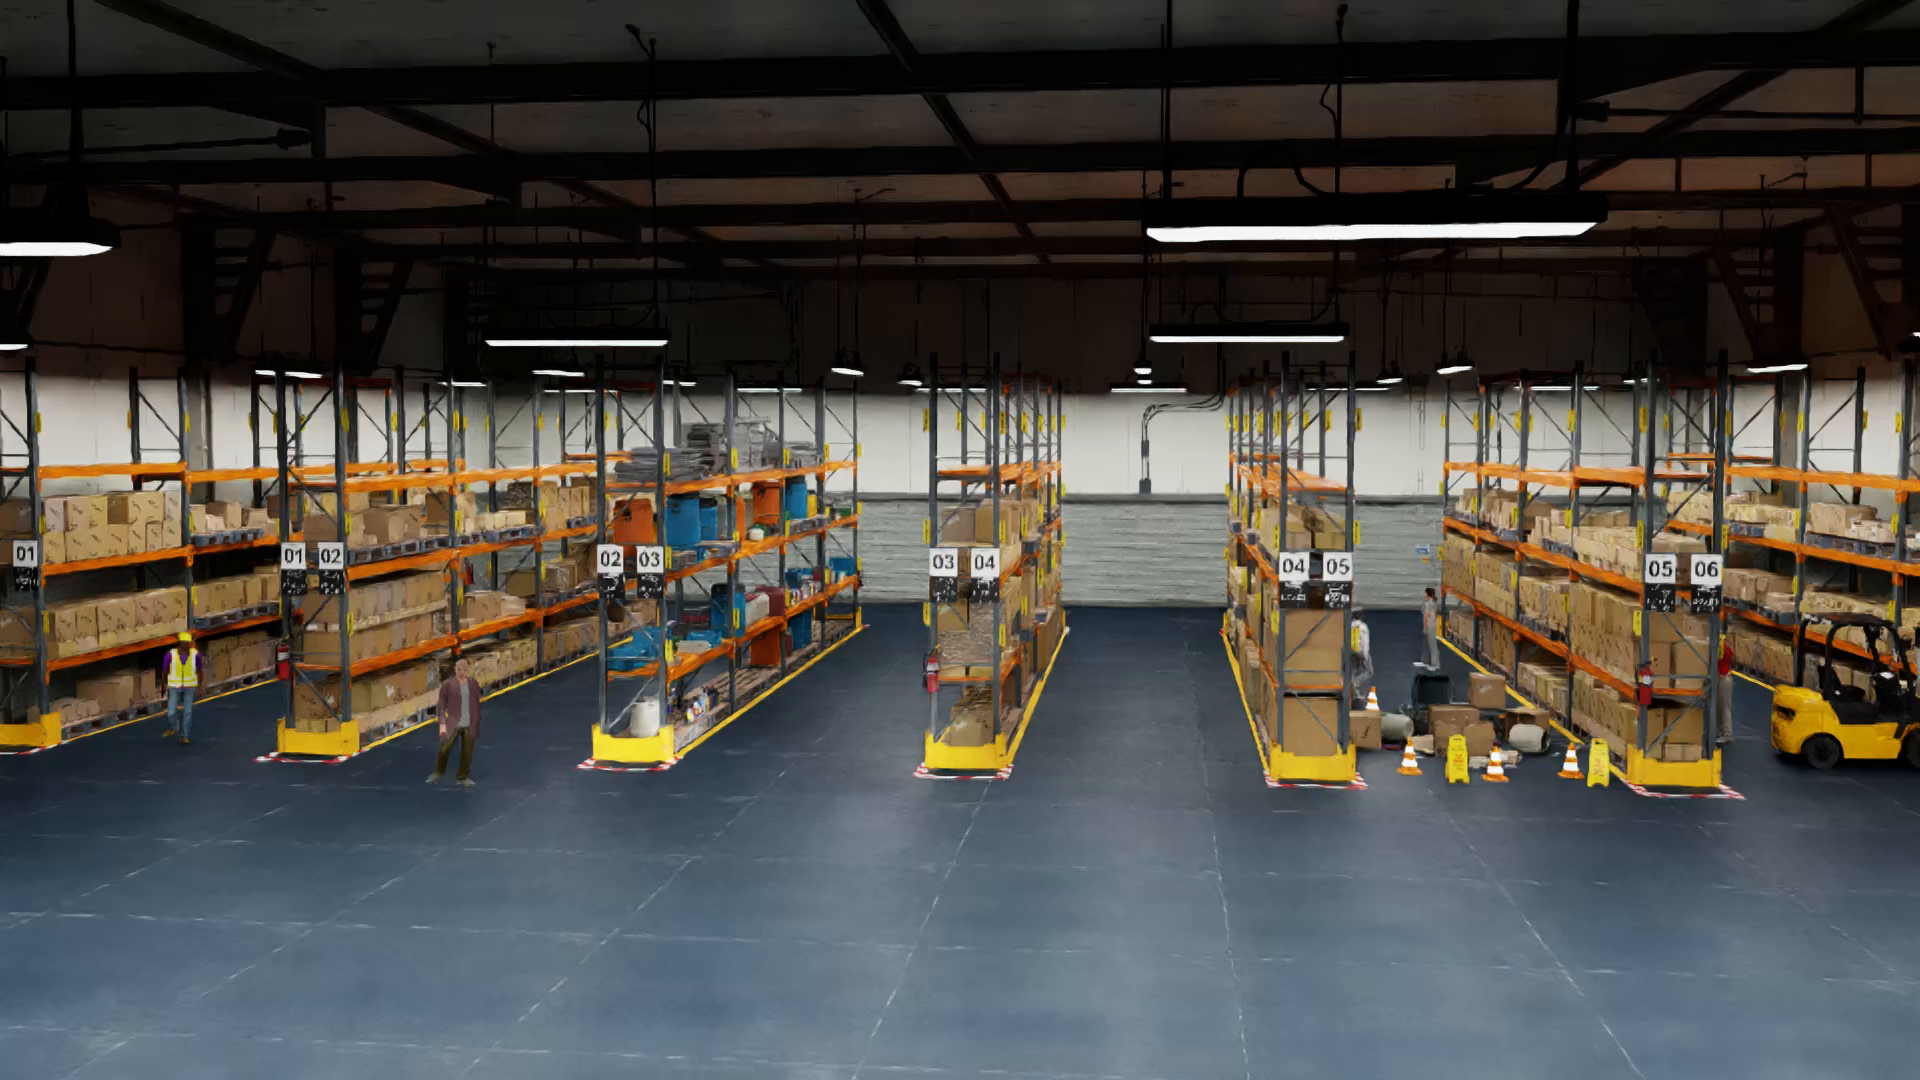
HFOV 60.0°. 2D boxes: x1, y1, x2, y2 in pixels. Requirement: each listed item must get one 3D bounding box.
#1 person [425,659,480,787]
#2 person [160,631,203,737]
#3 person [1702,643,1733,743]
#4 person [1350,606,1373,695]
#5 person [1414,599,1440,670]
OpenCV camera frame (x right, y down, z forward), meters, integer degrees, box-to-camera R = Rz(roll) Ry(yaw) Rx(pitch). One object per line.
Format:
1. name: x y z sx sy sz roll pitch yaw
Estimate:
1. person: -6.953 2.502 22.796 0.740 1.767 0.522 -3 5 -32
2. person: -12.152 2.261 25.970 0.614 1.698 0.545 -2 5 -29
3. person: 11.878 2.375 26.123 0.550 1.533 0.580 3 5 38
4. person: 7.209 2.013 30.092 0.382 1.600 0.512 -2 4 -23
5. person: 9.466 1.897 33.687 0.569 1.413 0.515 2 5 27
